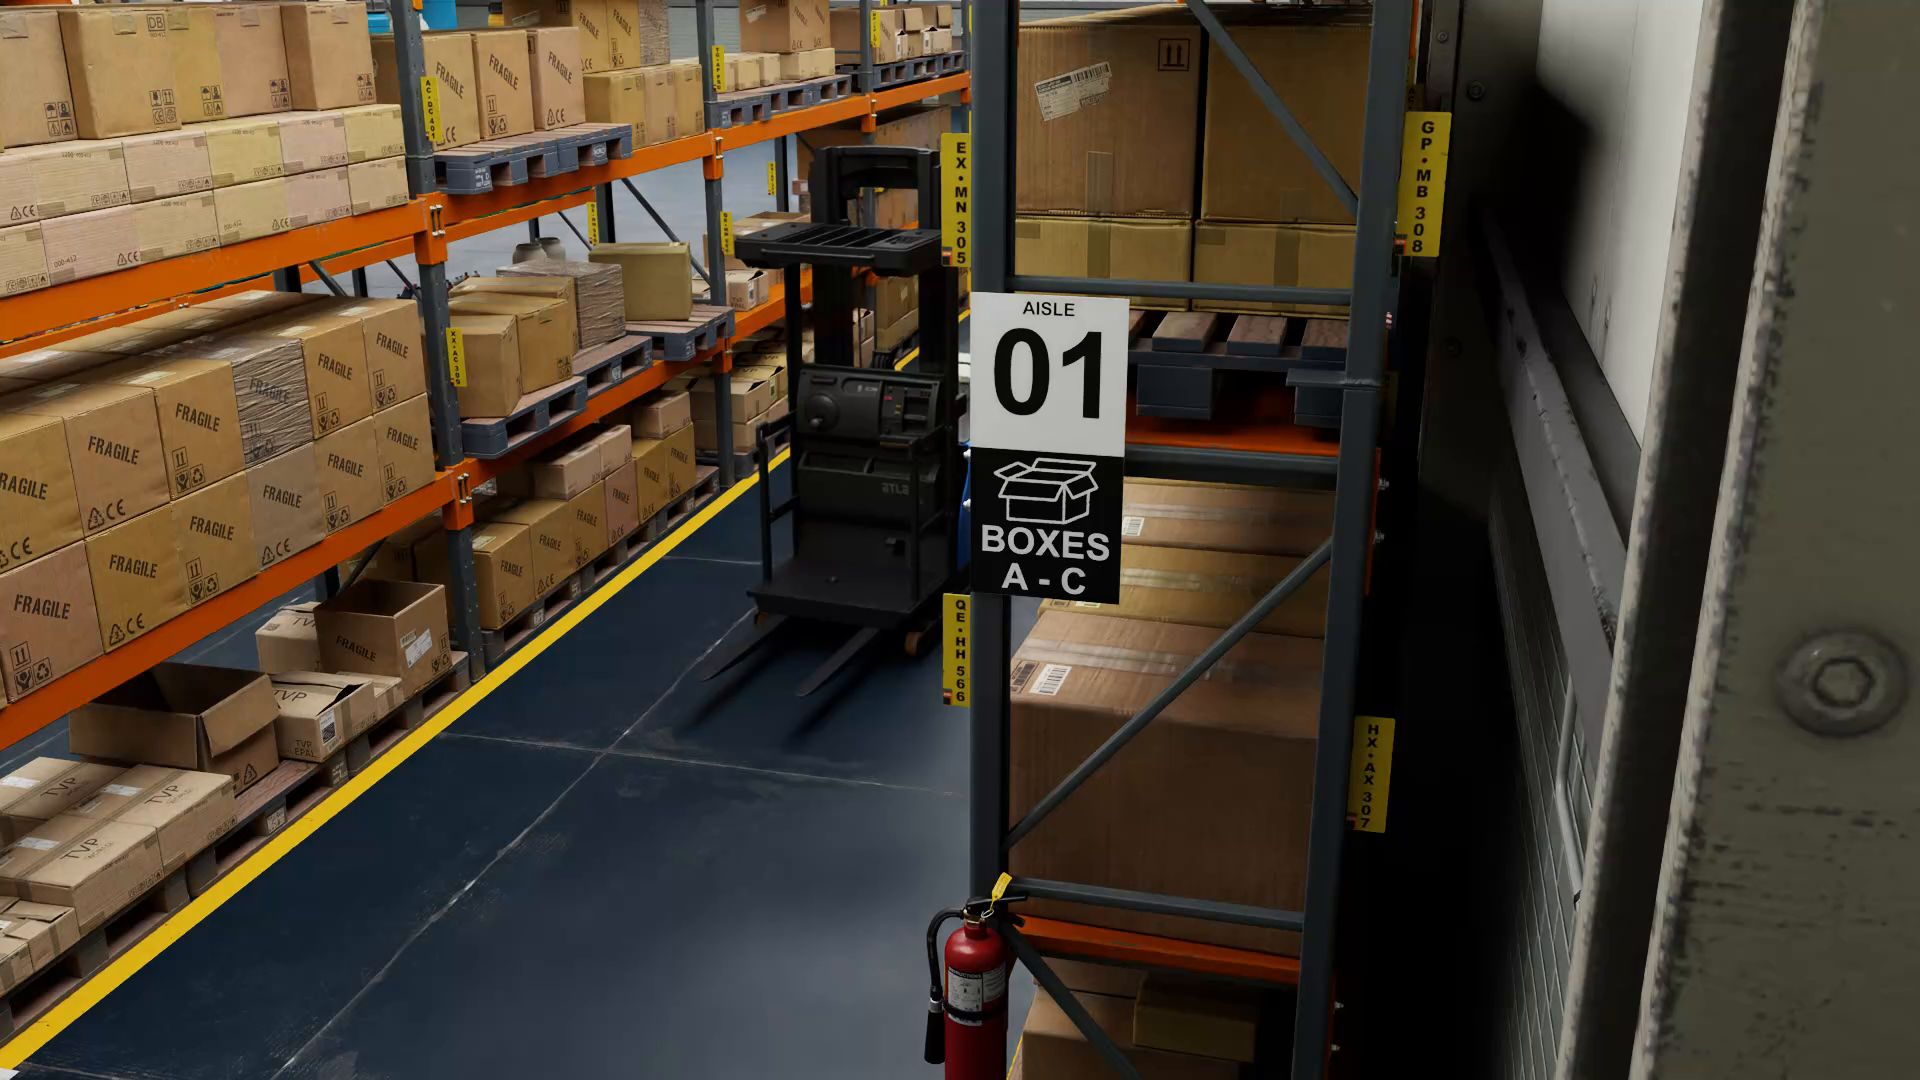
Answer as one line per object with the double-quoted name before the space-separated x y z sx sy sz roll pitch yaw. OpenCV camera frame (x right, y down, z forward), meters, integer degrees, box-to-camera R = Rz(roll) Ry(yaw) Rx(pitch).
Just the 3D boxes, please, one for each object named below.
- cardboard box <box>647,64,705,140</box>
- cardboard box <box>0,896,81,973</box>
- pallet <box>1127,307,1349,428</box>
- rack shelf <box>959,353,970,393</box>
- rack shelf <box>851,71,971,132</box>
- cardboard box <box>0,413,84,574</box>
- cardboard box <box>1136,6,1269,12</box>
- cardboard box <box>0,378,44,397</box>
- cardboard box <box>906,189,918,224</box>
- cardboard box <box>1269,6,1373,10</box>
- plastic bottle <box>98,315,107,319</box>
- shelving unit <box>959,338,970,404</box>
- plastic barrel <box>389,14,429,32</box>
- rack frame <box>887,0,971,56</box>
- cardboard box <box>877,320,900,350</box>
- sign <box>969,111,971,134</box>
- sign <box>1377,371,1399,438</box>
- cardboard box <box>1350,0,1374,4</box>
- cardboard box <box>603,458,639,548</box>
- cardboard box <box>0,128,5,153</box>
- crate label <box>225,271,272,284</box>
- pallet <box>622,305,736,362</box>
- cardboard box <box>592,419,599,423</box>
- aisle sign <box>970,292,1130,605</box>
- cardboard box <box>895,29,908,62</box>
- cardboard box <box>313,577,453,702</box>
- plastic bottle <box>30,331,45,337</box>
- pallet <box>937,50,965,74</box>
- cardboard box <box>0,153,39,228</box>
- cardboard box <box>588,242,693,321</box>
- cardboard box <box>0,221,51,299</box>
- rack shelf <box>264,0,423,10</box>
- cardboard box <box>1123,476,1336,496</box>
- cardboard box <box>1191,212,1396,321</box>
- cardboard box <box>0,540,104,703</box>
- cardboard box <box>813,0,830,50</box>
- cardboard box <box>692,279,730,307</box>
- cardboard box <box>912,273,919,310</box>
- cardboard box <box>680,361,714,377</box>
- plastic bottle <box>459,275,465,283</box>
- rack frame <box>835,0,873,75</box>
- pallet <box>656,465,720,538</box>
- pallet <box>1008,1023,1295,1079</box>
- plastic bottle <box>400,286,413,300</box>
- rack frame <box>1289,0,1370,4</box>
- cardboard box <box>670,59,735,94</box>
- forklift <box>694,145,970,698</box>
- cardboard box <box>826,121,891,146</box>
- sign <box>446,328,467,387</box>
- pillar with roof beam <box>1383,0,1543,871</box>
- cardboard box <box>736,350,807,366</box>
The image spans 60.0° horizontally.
"cardboard box" -2.398 -3.216 12.167 0.910 0.500 0.500 5 19 13
"cardboard box" -3.782 1.569 6.656 0.380 0.166 0.250 5 19 13
"pallet" 0.697 -0.602 4.806 1.003 0.211 1.213 5 19 13
"rack shelf" 0.036 -1.098 11.875 0.431 0.370 0.720 5 20 16
"rack shelf" -0.858 -4.848 18.214 1.077 0.370 4.000 5 19 13
"cardboard box" -3.794 -0.184 6.385 0.500 0.500 0.500 5 19 14
"cardboard box" 0.937 -1.831 6.536 0.500 0.500 0.500 4 19 12
"cardboard box" -4.192 -0.384 6.970 0.500 0.500 0.500 5 20 15
"cardboard box" -0.872 -3.813 18.555 0.700 0.500 0.500 5 20 15
"cardboard box" 1.433 -1.795 6.429 0.500 0.500 0.500 4 19 12
"plastic bottle" -6.938 -1.889 13.384 0.097 0.201 0.097 0 19 0
"shelving unit" 0.036 -0.729 12.001 0.431 1.500 0.755 5 20 16
"plastic barrel" -5.854 -5.325 17.674 0.421 0.512 0.421 0 19 0
"rack frame" -0.370 -7.235 19.448 1.000 3.000 0.127 5 19 13
"cardboard box" -0.940 -2.161 17.479 0.500 0.250 0.500 5 19 13
"sign" 0.153 -5.009 20.054 0.100 0.325 0.005 5 19 13
"sign" 2.041 -0.649 7.984 0.100 0.325 0.005 5 19 13
"cardboard box" 3.854 -4.833 15.323 0.500 0.500 0.500 5 20 15
"cardboard box" -2.574 -0.275 11.539 0.500 0.500 0.500 4 19 11
"cardboard box" -3.965 -1.633 5.987 0.700 0.500 0.500 5 19 13
"crate label" -6.622 -2.588 15.068 0.502 0.435 0.616 5 19 13
"pallet" -2.422 -1.580 12.469 1.213 0.211 1.003 5 19 13
"cardboard box" -2.835 -0.629 12.576 0.500 0.500 0.500 4 19 11
"aisle sign" 0.217 -0.222 4.176 0.394 0.787 0.004 5 19 13
"cardboard box" -0.836 -5.091 17.083 0.500 0.311 0.500 4 19 10
"cardboard box" -3.166 0.541 9.150 0.500 0.500 0.500 5 19 13
"plastic bottle" -7.091 -1.707 12.725 0.061 0.283 0.133 5 19 13
"pallet" -0.567 -5.554 19.304 1.003 0.211 1.213 5 19 13
"cardboard box" -3.772 -1.263 6.062 0.500 0.250 0.500 5 19 13
"cardboard box" -2.369 -1.928 12.388 0.700 0.500 0.500 -2 19 -5
"cardboard box" -3.772 -1.026 6.143 0.500 0.250 0.500 5 19 13
"rack shelf" -2.813 -3.571 10.452 1.077 0.370 4.000 5 19 13
"cardboard box" 1.171 0.010 7.053 0.980 0.700 0.700 4 19 12
"cardboard box" 0.942 -0.795 4.662 0.500 0.250 0.500 6 20 16
"cardboard box" -3.794 0.291 6.540 0.500 0.500 0.500 4 19 13
"cardboard box" -1.536 -4.854 15.540 0.500 0.500 0.500 5 19 14
"cardboard box" -2.193 -1.957 13.414 0.500 0.311 0.500 6 20 17
"cardboard box" -0.686 -2.829 18.273 0.500 0.500 0.500 5 19 13
"cardboard box" -2.314 -1.399 14.378 0.500 0.311 0.500 4 19 13
"plastic bottle" -6.001 -3.054 20.030 0.097 0.271 0.097 0 19 0
"rack frame" -1.347 -5.981 15.777 1.000 3.000 0.127 5 19 13
"pallet" -2.543 -0.338 12.851 1.003 0.211 1.213 5 19 13
"pallet" 0.645 2.072 5.796 1.003 0.211 1.213 5 19 13
"plastic bottle" -6.271 -2.714 18.910 0.144 0.351 0.185 4 19 12
"rack frame" 3.458 -5.591 14.635 1.000 3.000 0.127 5 19 13
"cardboard box" -2.157 -3.748 13.462 0.500 0.250 0.500 5 20 15
"forklift" -0.641 -0.823 10.063 1.130 2.935 3.031 7 20 19
"cardboard box" -1.122 -4.102 17.394 0.700 0.500 0.500 5 19 13
"sign" -2.773 -1.004 9.147 0.100 0.325 0.005 5 19 13
"pillar with roof beam" -2.004 -3.136 7.447 9.100 9.000 0.400 5 19 13
"cardboard box" -1.664 -1.517 14.726 0.500 0.311 0.500 4 19 12
